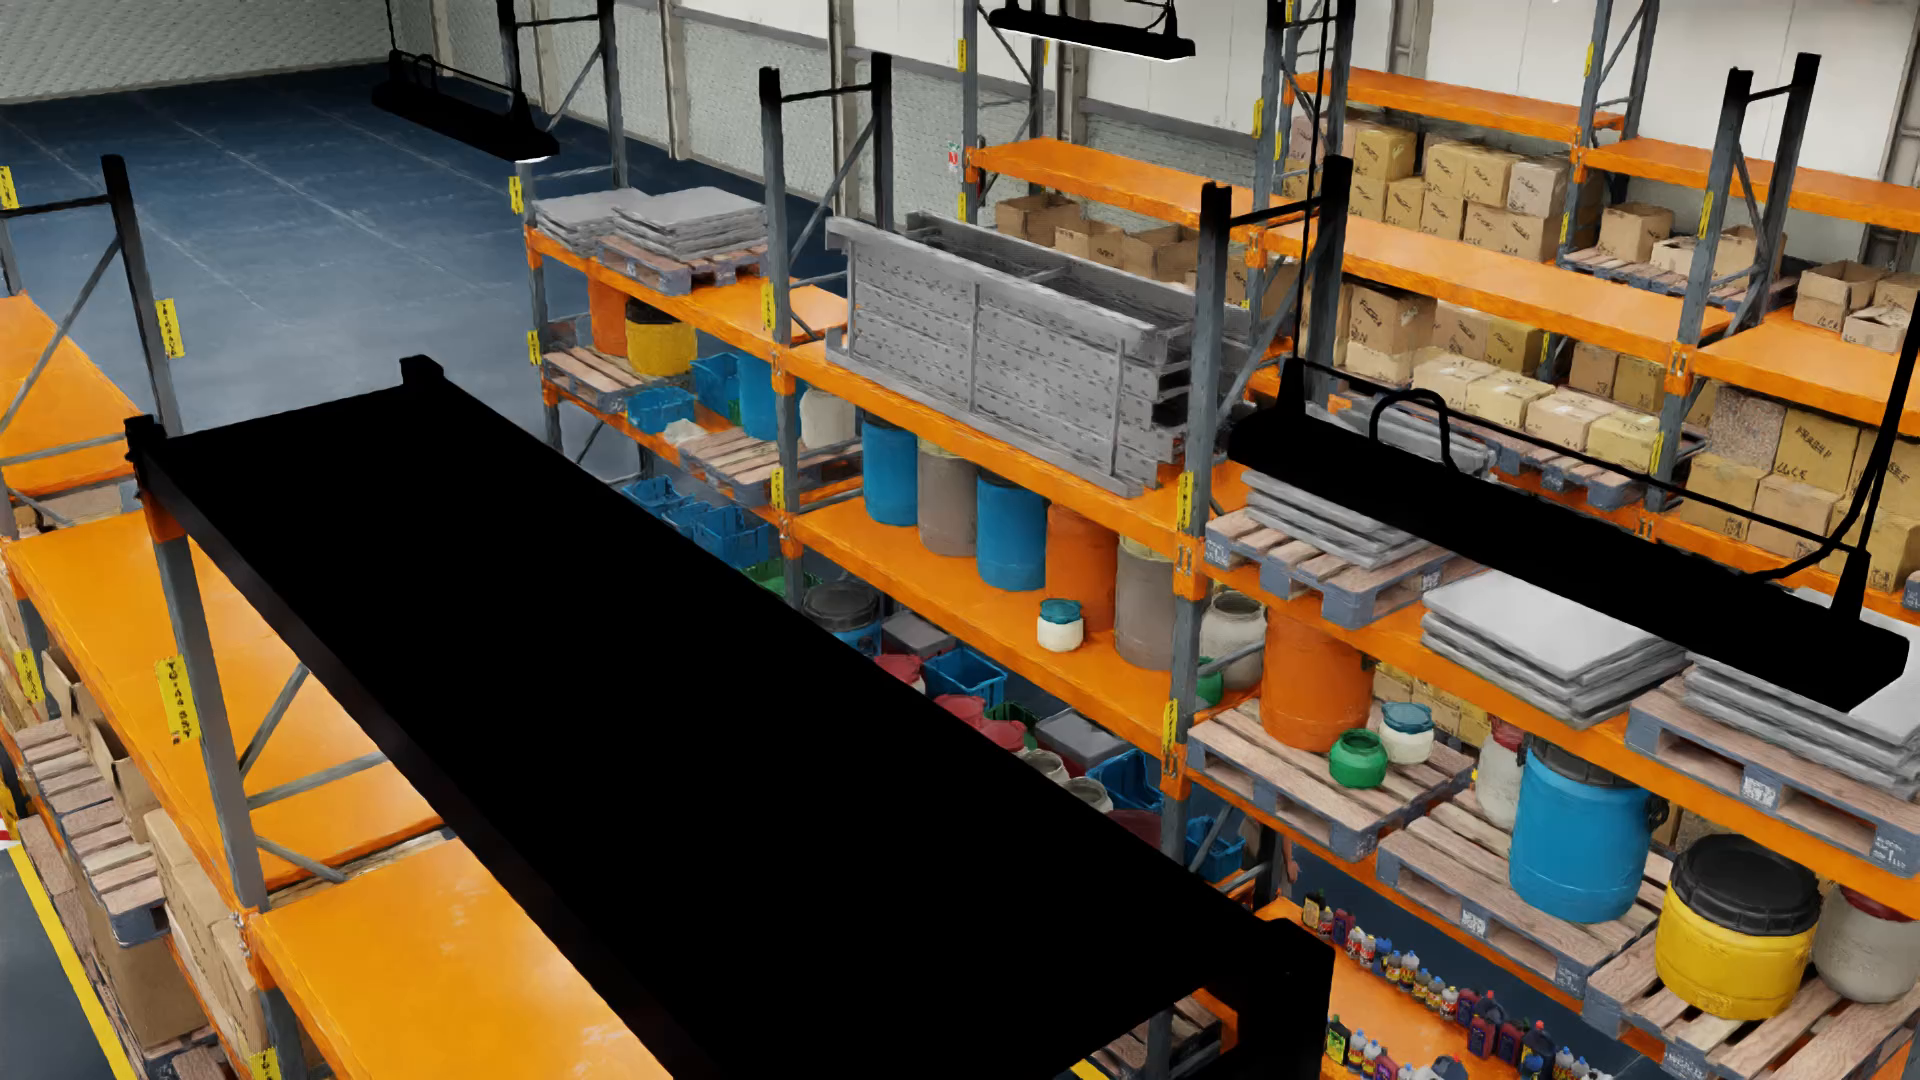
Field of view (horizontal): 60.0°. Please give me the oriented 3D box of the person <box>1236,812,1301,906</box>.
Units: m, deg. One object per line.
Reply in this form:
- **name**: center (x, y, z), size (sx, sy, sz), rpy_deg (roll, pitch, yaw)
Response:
- **person**: center (2.233, 2.137, 11.847), size (0.567, 1.719, 0.665), rpy_deg (-11, 28, -22)
